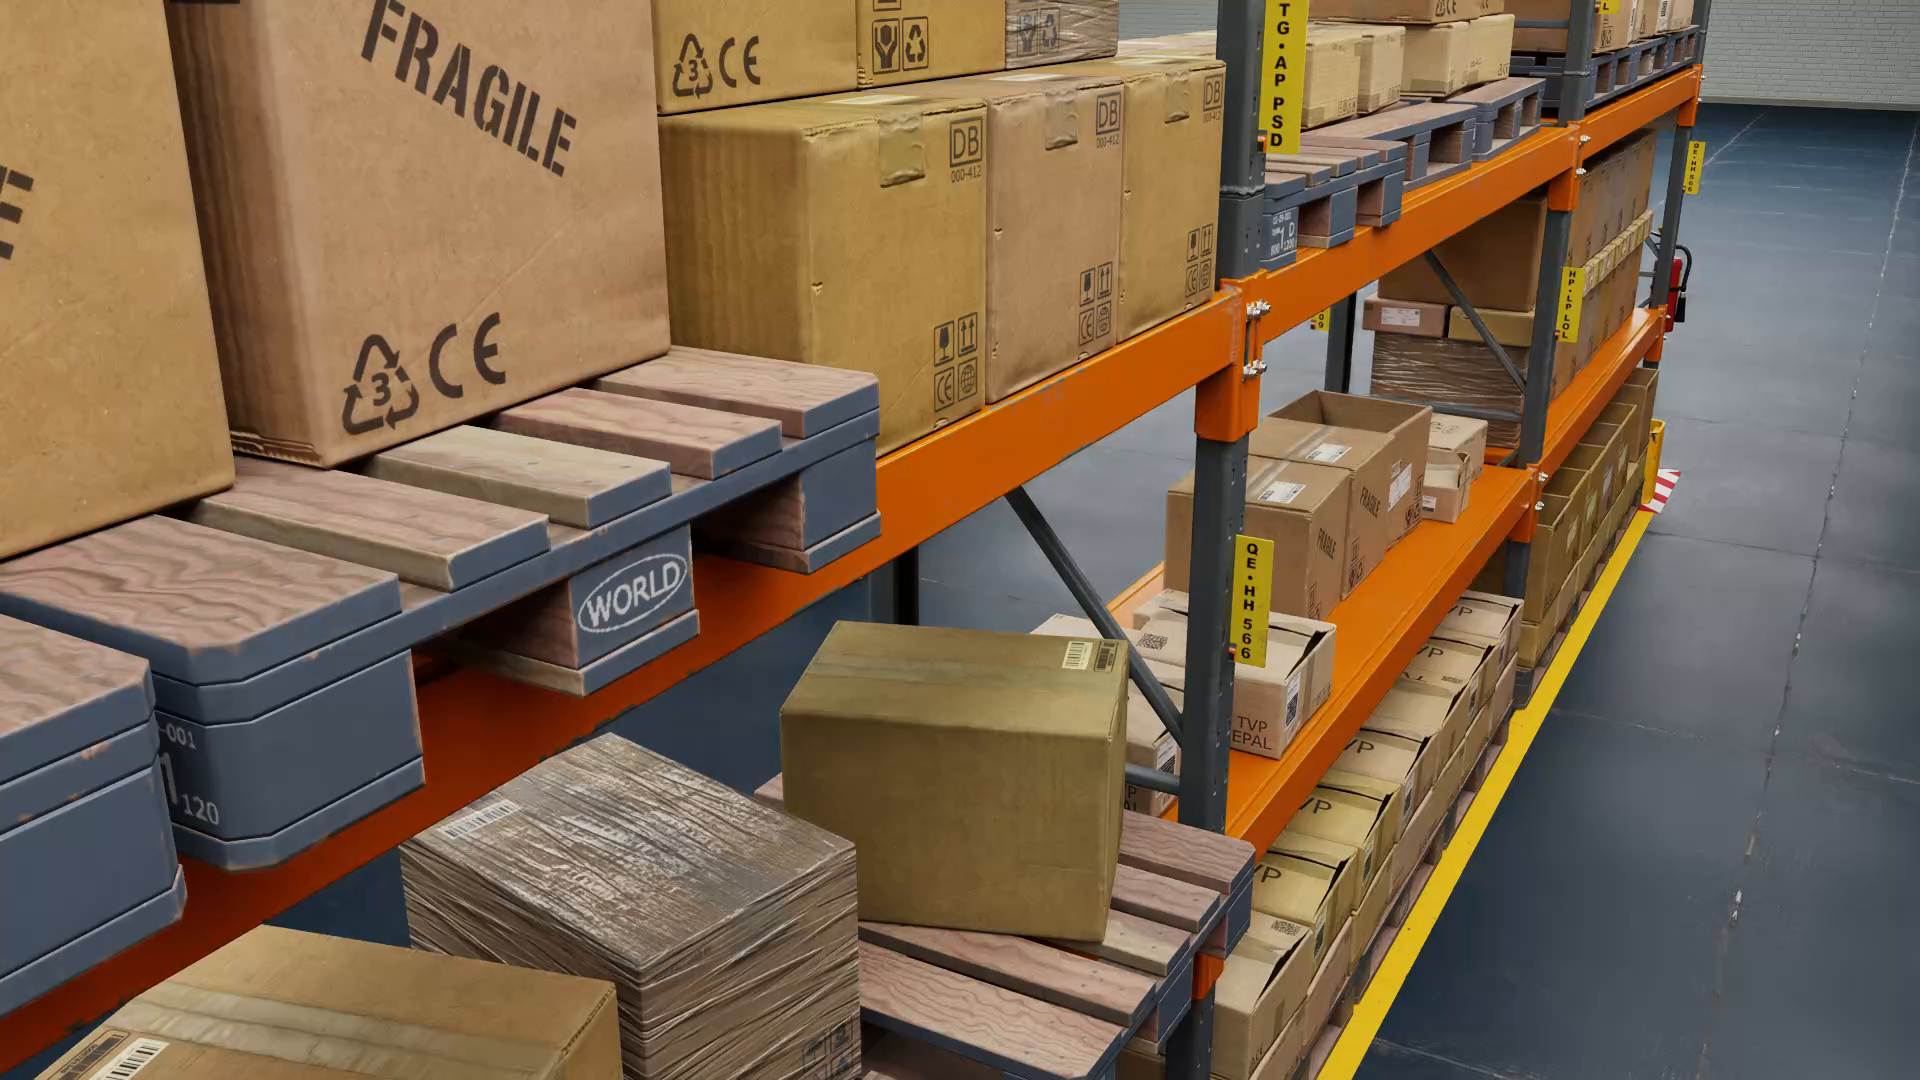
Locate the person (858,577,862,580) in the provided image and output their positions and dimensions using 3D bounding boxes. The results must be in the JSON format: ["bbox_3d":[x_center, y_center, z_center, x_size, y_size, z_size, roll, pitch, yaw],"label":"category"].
[{"bbox_3d":[-0.719,-0.545,9.614,0.404,1.594,0.494,11,23,28],"label":"person"}]
